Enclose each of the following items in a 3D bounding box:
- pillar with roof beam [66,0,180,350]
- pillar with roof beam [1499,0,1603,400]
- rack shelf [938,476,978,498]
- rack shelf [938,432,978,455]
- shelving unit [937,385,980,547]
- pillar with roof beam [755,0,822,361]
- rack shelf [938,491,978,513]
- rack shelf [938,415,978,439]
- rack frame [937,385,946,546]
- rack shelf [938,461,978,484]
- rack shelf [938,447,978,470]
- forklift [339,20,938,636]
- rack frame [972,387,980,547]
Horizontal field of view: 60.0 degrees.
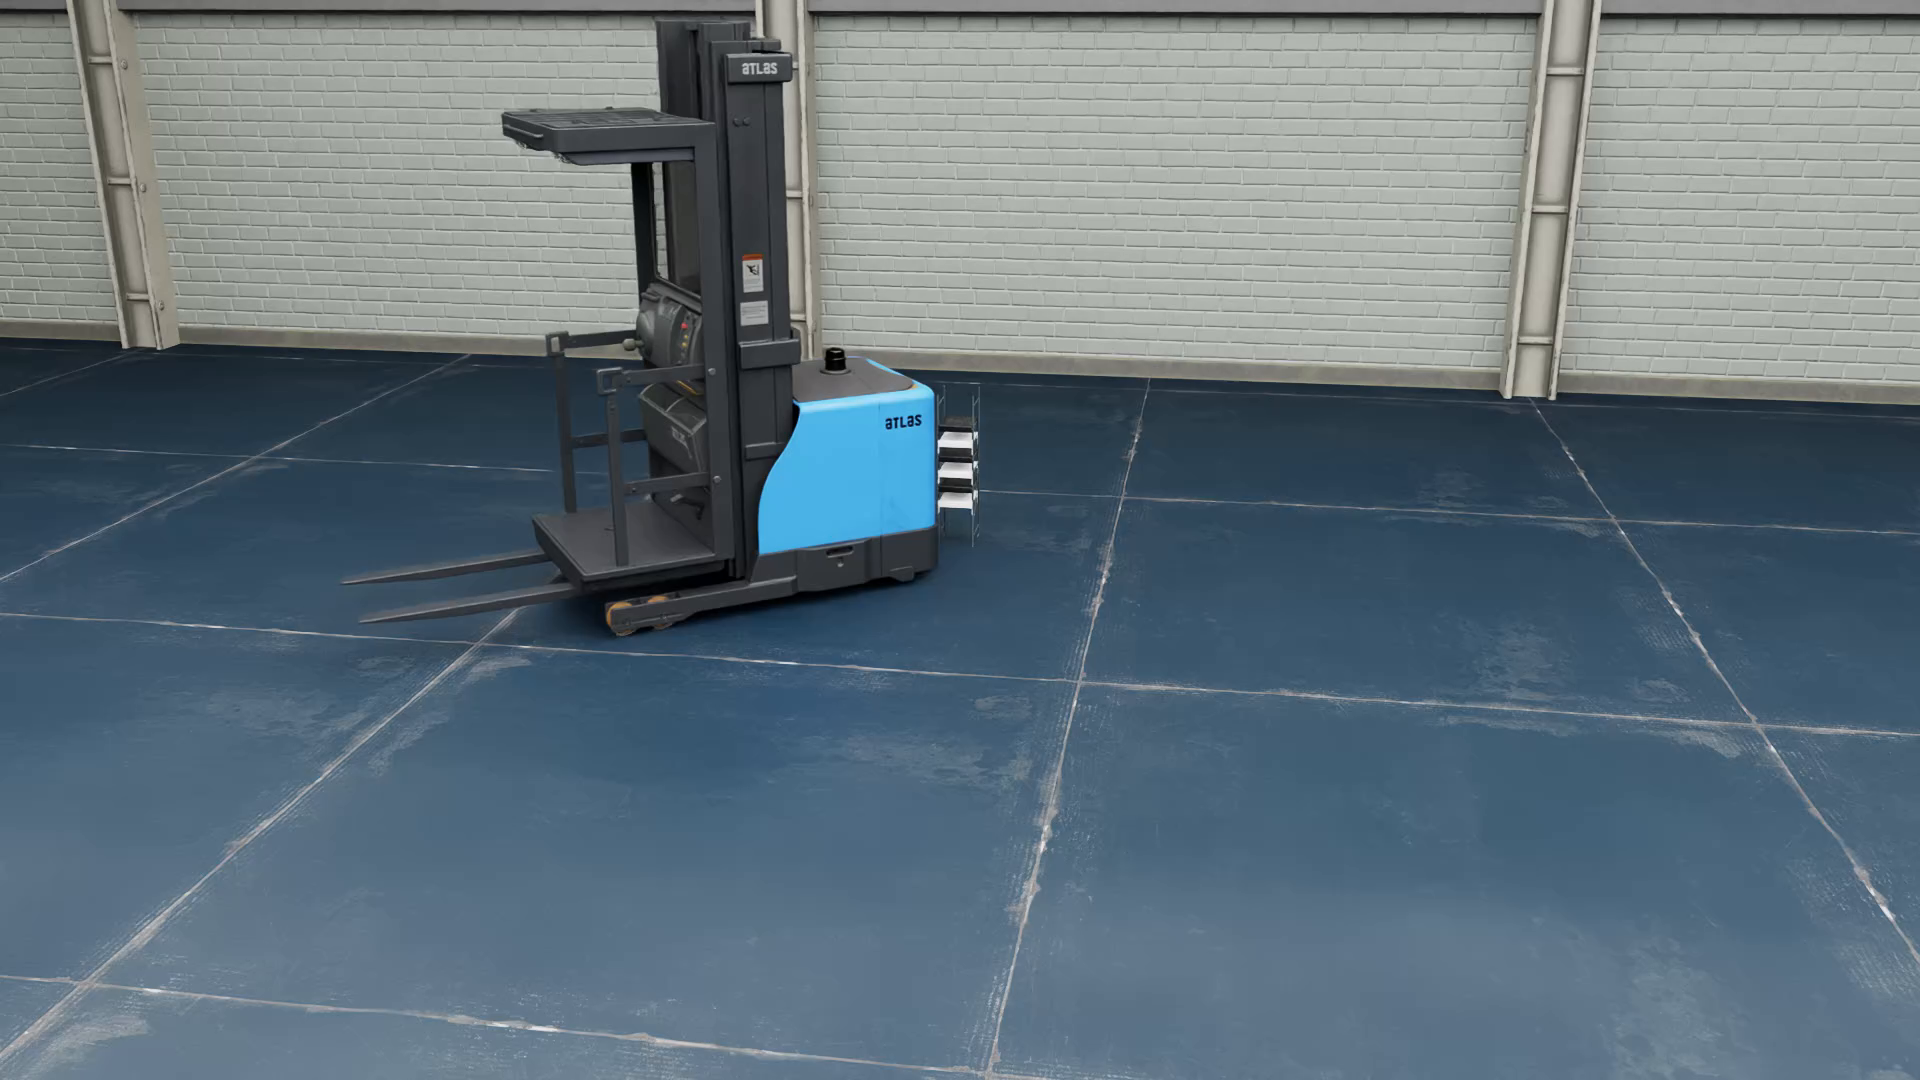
[{"bbox_3d":[-8.006,-4.684,9.620,0.400,9.000,9.100,3,19,9],"label":"pillar with roof beam"},{"bbox_3d":[3.842,-4.080,7.815,0.400,9.000,9.100,3,19,9],"label":"pillar with roof beam"},{"bbox_3d":[-0.008,-0.310,9.701,0.200,0.077,0.258,3,19,9],"label":"rack shelf"},{"bbox_3d":[-0.008,-0.566,9.615,0.200,0.077,0.258,3,19,9],"label":"rack shelf"},{"bbox_3d":[-0.008,-0.427,9.662,0.210,0.900,0.258,3,19,9],"label":"shelving unit"},{"bbox_3d":[-2.082,-4.382,8.717,0.400,9.000,9.100,3,19,9],"label":"pillar with roof beam"},{"bbox_3d":[-0.008,-0.225,9.729,0.200,0.077,0.258,3,19,9],"label":"rack shelf"},{"bbox_3d":[-0.008,-0.652,9.586,0.200,0.077,0.258,3,19,9],"label":"rack shelf"},{"bbox_3d":[-0.108,-0.432,9.677,0.006,0.900,0.240,3,19,9],"label":"rack frame"},{"bbox_3d":[-0.008,-0.396,9.672,0.200,0.077,0.258,3,19,9],"label":"rack shelf"},{"bbox_3d":[-0.008,-0.481,9.644,0.200,0.077,0.258,3,19,9],"label":"rack shelf"},{"bbox_3d":[-1.672,-1.100,8.471,3.031,2.935,1.130,-9,21,-26],"label":"forklift"},{"bbox_3d":[0.092,-0.422,9.646,0.006,0.900,0.240,3,19,9],"label":"rack frame"}]
